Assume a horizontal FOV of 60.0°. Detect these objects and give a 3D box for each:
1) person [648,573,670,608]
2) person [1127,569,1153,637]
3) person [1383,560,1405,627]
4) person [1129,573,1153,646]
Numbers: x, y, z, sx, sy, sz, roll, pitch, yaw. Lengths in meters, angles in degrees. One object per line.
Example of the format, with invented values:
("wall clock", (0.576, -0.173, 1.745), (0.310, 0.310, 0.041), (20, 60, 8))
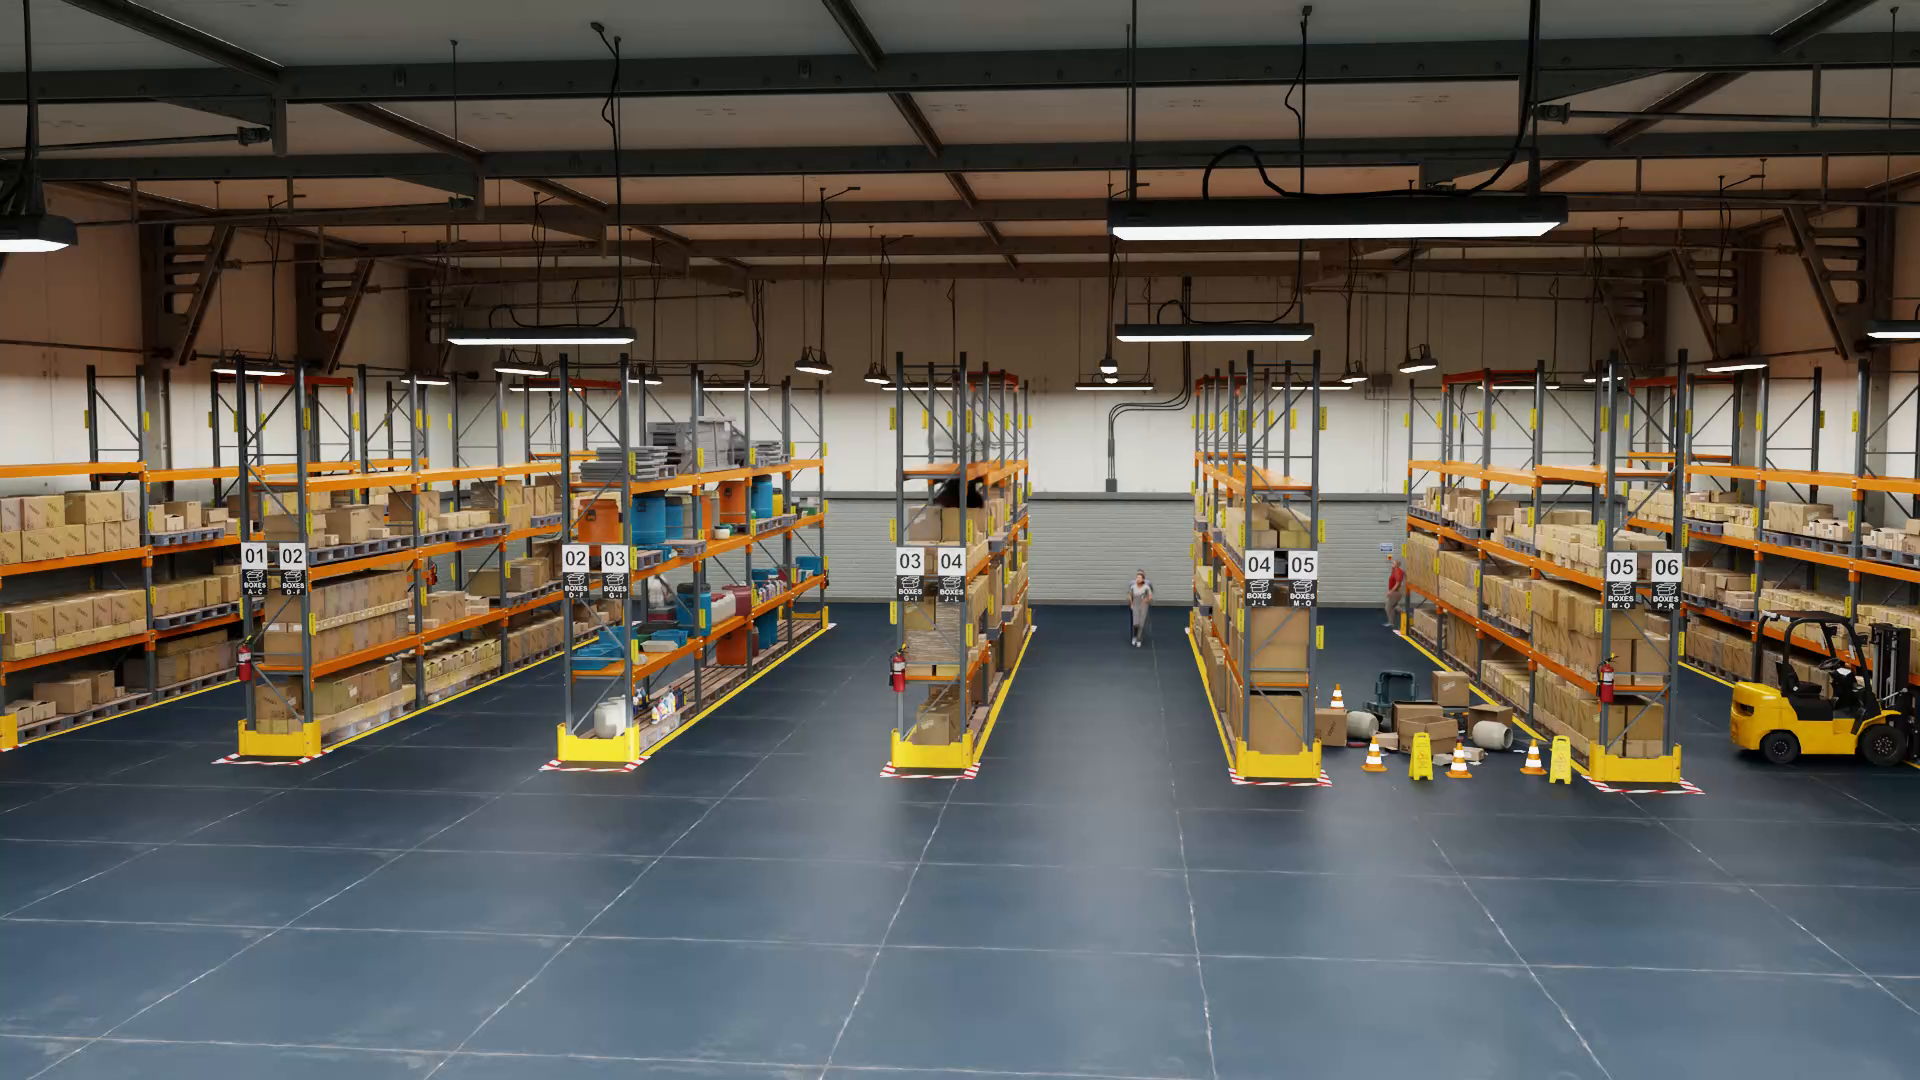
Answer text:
("person", (-7.005, 1.433, 38.469), (0.564, 1.682, 0.895), (0, 4, -4))
("person", (4.124, 1.494, 38.204), (0.552, 1.669, 0.730), (1, 4, 13))
("person", (10.617, 1.299, 40.393), (0.676, 1.665, 0.734), (1, 4, 18))
("person", (3.999, 1.554, 36.925), (0.548, 1.636, 0.592), (1, 4, 11))
